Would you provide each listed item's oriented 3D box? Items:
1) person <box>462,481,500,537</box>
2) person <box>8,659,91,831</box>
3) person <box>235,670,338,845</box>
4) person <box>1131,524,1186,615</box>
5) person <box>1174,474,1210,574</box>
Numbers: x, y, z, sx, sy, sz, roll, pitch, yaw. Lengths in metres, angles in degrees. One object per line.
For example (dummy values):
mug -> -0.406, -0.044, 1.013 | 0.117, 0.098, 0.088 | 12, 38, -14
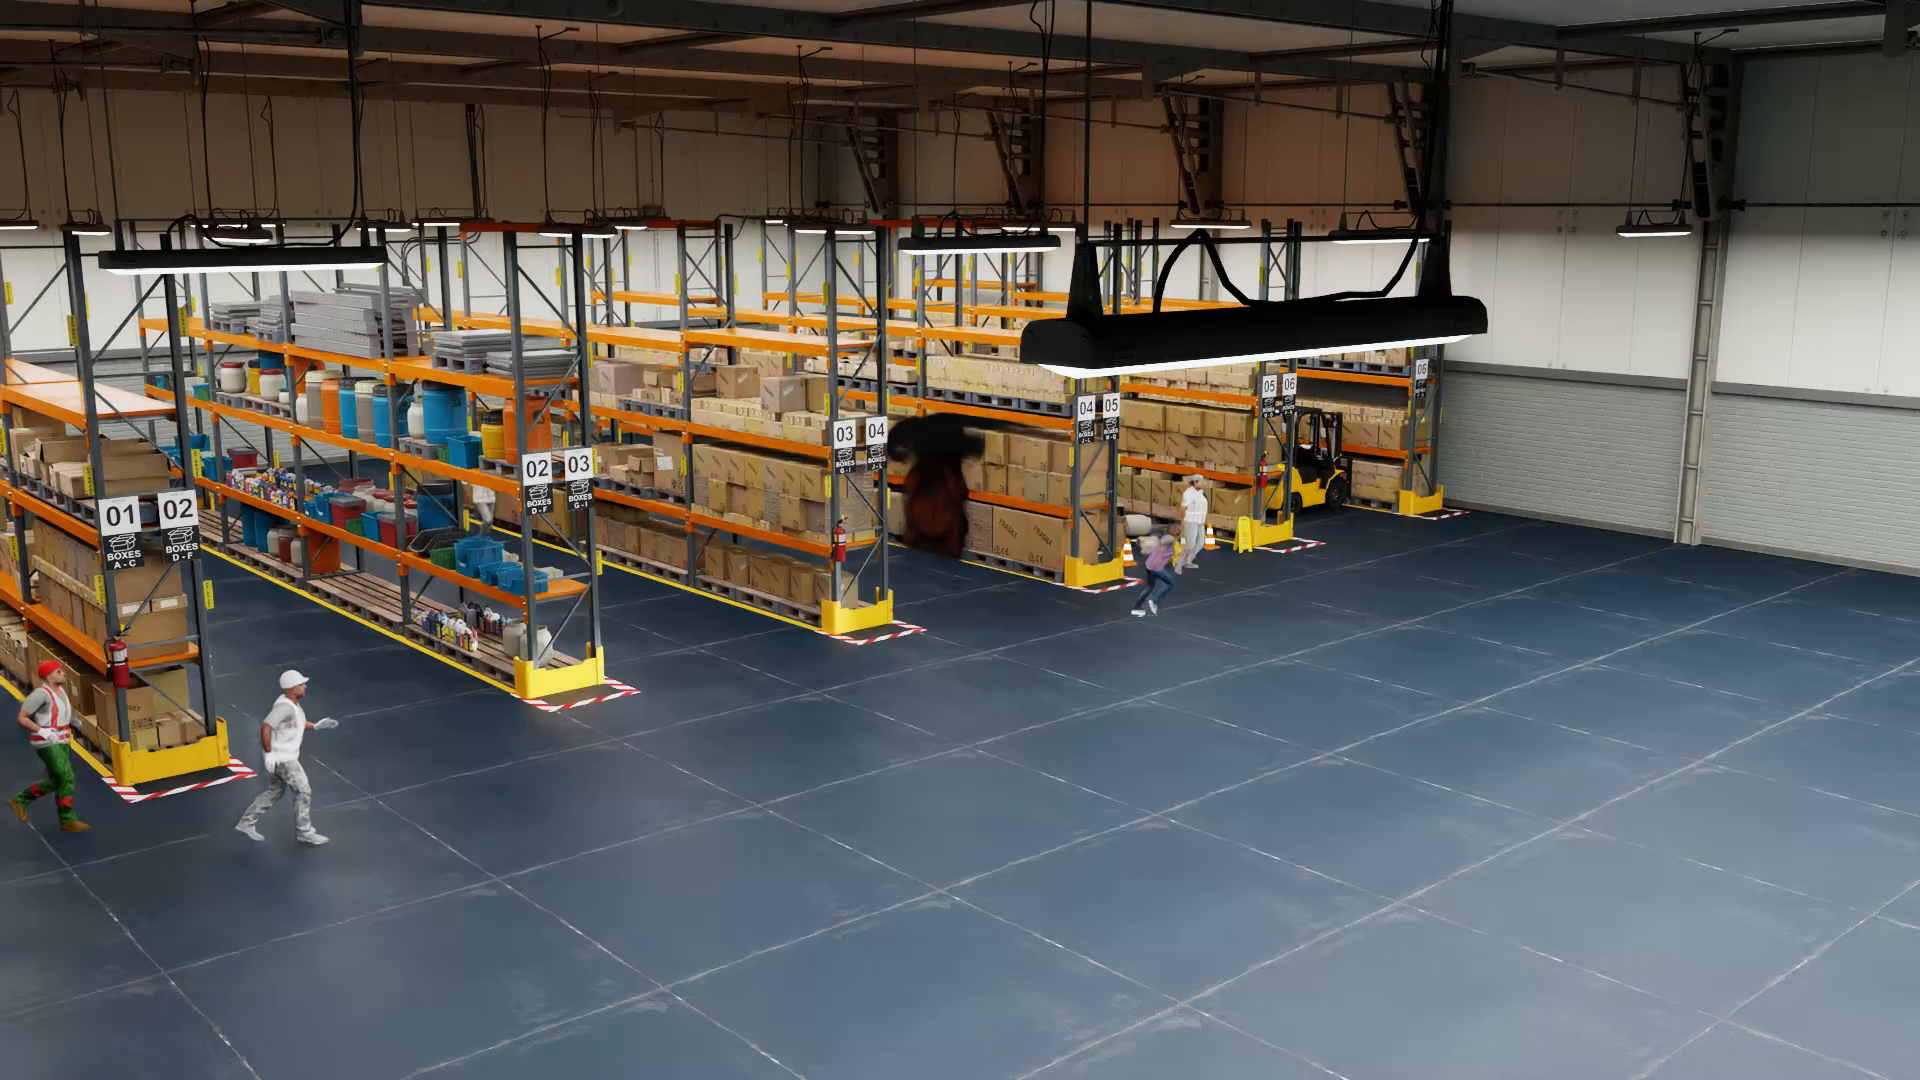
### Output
person -> -8.804, -0.683, 30.807 | 0.724, 1.789, 0.688 | 10, 15, 40
person -> -9.387, 2.098, 17.140 | 0.846, 1.755, 0.703 | 0, 11, 2
person -> -6.728, 2.188, 16.574 | 1.033, 1.805, 0.655 | -4, 12, -19
person -> 3.096, 0.477, 25.768 | 0.872, 1.435, 0.570 | -2, 12, -10
person -> 3.883, -0.277, 27.887 | 0.475, 1.671, 0.585 | 9, 14, 37
